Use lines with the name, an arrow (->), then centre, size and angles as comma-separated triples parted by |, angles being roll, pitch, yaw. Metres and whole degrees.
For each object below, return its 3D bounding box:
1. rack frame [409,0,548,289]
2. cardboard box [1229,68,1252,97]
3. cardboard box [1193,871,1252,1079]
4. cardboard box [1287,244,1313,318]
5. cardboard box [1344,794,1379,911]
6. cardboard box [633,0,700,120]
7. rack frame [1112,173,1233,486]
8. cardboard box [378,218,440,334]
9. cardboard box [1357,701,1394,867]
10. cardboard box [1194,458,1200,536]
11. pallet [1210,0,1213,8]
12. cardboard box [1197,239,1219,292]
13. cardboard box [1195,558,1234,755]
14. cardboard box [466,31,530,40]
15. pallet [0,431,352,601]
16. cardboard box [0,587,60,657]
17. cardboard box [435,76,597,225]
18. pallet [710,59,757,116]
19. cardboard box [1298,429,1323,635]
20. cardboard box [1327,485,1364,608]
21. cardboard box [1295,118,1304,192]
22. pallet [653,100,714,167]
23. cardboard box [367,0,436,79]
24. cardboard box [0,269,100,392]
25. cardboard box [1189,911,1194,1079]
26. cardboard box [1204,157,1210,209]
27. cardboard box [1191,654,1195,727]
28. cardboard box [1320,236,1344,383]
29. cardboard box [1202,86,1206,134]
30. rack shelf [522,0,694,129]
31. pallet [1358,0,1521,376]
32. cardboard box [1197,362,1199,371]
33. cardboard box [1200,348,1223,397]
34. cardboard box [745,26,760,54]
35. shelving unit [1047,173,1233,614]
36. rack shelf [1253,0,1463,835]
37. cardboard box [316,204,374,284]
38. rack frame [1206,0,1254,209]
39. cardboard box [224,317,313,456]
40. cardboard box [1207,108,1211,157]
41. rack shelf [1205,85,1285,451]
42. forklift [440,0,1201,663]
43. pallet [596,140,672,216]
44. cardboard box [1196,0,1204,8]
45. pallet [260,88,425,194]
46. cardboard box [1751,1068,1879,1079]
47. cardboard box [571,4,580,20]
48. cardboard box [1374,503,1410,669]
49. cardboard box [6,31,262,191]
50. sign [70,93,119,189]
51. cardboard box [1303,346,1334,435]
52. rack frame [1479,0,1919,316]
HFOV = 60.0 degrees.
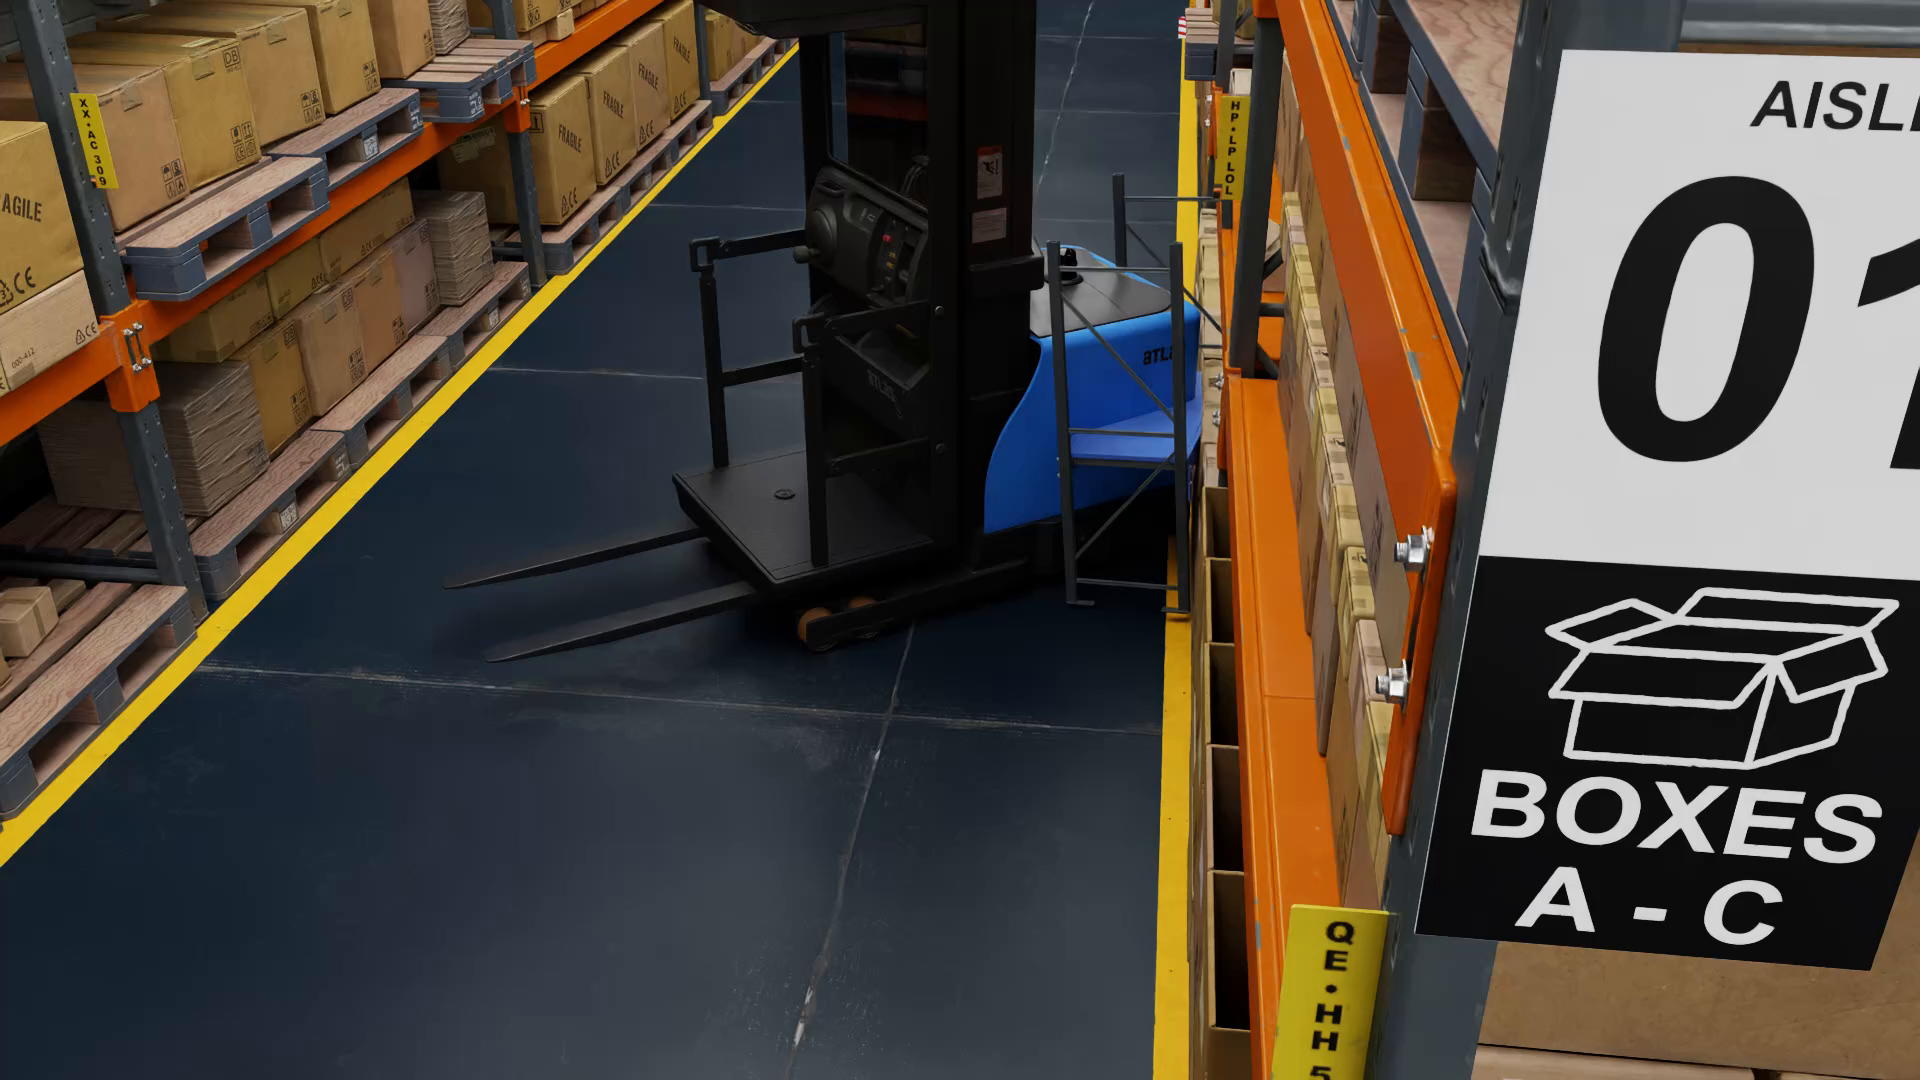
rack frame -> -3.028, -2.899, 9.468 | 1.000, 3.000, 0.127 | 3, 28, 6
cardboard box -> 1.587, -2.164, 8.198 | 0.500, 0.311, 0.500 | 3, 28, 6
cardboard box -> 0.787, 1.107, 3.698 | 0.500, 0.500, 0.500 | 3, 28, 6
cardboard box -> 1.113, -0.705, 4.606 | 0.380, 0.149, 0.250 | 3, 28, 5
cardboard box -> 1.038, 0.642, 2.789 | 0.700, 0.500, 0.500 | 4, 29, 8
cardboard box -> -2.489, -3.707, 12.792 | 0.750, 0.750, 0.750 | 4, 29, 7
rack frame -> 0.937, -0.841, 7.215 | 0.500, 1.500, 0.032 | 4, 27, 18
cardboard box -> -3.243, -1.414, 8.885 | 0.700, 0.500, 0.500 | 3, 28, 6
cardboard box -> 0.828, 0.389, 2.576 | 0.380, 0.149, 0.250 | 3, 28, 5
cardboard box -> 1.225, -0.154, 6.830 | 0.500, 0.250, 0.500 | 3, 28, 5
pallet -> 2.122, -3.444, 10.682 | 1.003, 0.211, 1.213 | 3, 28, 6
cardboard box -> 1.477, -1.357, 8.471 | 0.500, 0.311, 0.500 | 3, 28, 5
cardboard box -> 0.977, 0.401, 5.008 | 0.500, 0.500, 0.500 | 3, 28, 6
cardboard box -> -2.758, -2.939, 9.786 | 0.380, 0.149, 0.250 | 3, 28, 5
pallet -> -3.424, -0.155, 7.315 | 1.003, 0.211, 1.213 | 3, 28, 6
cardboard box -> -3.554, 0.291, 6.070 | 0.380, 0.166, 0.250 | 0, 28, 0
cardboard box -> -2.808, -2.476, 10.507 | 0.750, 0.750, 0.750 | 3, 28, 6
pallet -> -2.367, -3.908, 14.281 | 1.003, 0.211, 1.213 | 3, 28, 6
cardboard box -> 1.227, -0.080, 4.131 | 0.700, 0.500, 0.500 | 4, 29, 7
cardboard box -> 0.923, 0.023, 3.256 | 0.380, 0.149, 0.250 | 4, 29, 8
cardboard box -> 1.573, -1.382, 6.548 | 0.500, 0.500, 0.500 | 5, 29, 10
pallet -> -2.558, -3.187, 12.942 | 1.003, 0.211, 1.213 | 3, 28, 6
cardboard box -> -3.118, -2.650, 8.437 | 0.700, 0.500, 0.500 | 1, 28, 1
cardboard box -> -3.276, -0.718, 5.558 | 0.500, 0.250, 0.500 | 3, 29, 6
cardboard box -> 0.853, 1.202, 4.312 | 0.500, 0.250, 0.500 | 3, 28, 6
cardboard box -> 1.770, -2.160, 10.268 | 0.500, 0.500, 0.500 | 4, 29, 8
cardboard box -> 1.041, 0.496, 5.622 | 0.500, 0.250, 0.500 | 3, 28, 6
cardboard box -> 1.228, -0.662, 3.843 | 0.700, 0.500, 0.500 | 3, 28, 6
cardboard box -> 2.023, -3.124, 12.057 | 0.500, 0.500, 0.500 | 4, 29, 7
rack shelf -> -2.783, -3.524, 11.386 | 1.077, 0.370, 4.000 | 3, 28, 6
pallet -> 1.021, -0.460, 1.872 | 1.003, 0.211, 1.213 | 3, 28, 6
cardboard box -> 1.414, -0.876, 8.170 | 0.500, 0.250, 0.500 | 3, 28, 5
cardboard box -> 1.285, -0.639, 7.138 | 0.500, 0.311, 0.500 | 3, 28, 6
cardboard box -> -2.215, -4.690, 14.986 | 0.700, 0.500, 0.500 | 4, 29, 7
shelving unit -> 0.776, -0.623, 6.785 | 0.538, 1.500, 1.048 | 4, 27, 18
rack shelf -> 1.153, -0.792, 3.154 | 1.077, 0.370, 4.000 | 3, 28, 6
cardboard box -> -3.255, -1.473, 8.203 | 0.500, 0.250, 0.500 | 3, 28, 6
rack frame -> 1.889, -2.613, 8.937 | 1.000, 3.000, 0.127 | 3, 28, 6
cardboard box -> -3.431, -0.703, 7.564 | 0.700, 0.500, 0.500 | 3, 28, 5
cardboard box -> 1.773, -2.517, 10.140 | 0.500, 0.250, 0.500 | 4, 29, 8
rack shelf -> 1.643, -1.355, 7.360 | 1.077, 0.370, 4.000 | 3, 28, 6
forklift -> -0.543, -1.146, 6.287 | 3.031, 2.935, 1.130 | -15, 32, -26
pallet -> -2.705, -2.611, 11.873 | 1.003, 0.211, 1.213 | 3, 28, 6
cardboard box -> 2.459, -4.887, 15.594 | 0.500, 0.250, 0.500 | 3, 28, 6
pallet -> -3.230, -1.880, 7.780 | 1.003, 0.211, 1.213 | 3, 28, 6
cardboard box -> 1.170, 0.651, 2.089 | 0.380, 0.149, 0.250 | 3, 28, 6
cardboard box -> -2.670, -3.425, 10.689 | 0.380, 0.149, 0.250 | 4, 29, 7
cardboard box -> 1.044, 0.046, 2.529 | 0.700, 0.500, 0.500 | 3, 28, 5
cardboard box -> -3.347, -1.754, 6.774 | 0.700, 0.500, 0.500 | 6, 29, 11
sign -> -2.979, -1.369, 5.716 | 0.100, 0.325, 0.005 | 3, 28, 6
cardboard box -> 1.019, -0.337, 3.924 | 0.380, 0.149, 0.250 | 3, 28, 5
rack frame -> 0.908, -1.488, 0.524 | 1.000, 3.000, 0.127 | 3, 28, 6
